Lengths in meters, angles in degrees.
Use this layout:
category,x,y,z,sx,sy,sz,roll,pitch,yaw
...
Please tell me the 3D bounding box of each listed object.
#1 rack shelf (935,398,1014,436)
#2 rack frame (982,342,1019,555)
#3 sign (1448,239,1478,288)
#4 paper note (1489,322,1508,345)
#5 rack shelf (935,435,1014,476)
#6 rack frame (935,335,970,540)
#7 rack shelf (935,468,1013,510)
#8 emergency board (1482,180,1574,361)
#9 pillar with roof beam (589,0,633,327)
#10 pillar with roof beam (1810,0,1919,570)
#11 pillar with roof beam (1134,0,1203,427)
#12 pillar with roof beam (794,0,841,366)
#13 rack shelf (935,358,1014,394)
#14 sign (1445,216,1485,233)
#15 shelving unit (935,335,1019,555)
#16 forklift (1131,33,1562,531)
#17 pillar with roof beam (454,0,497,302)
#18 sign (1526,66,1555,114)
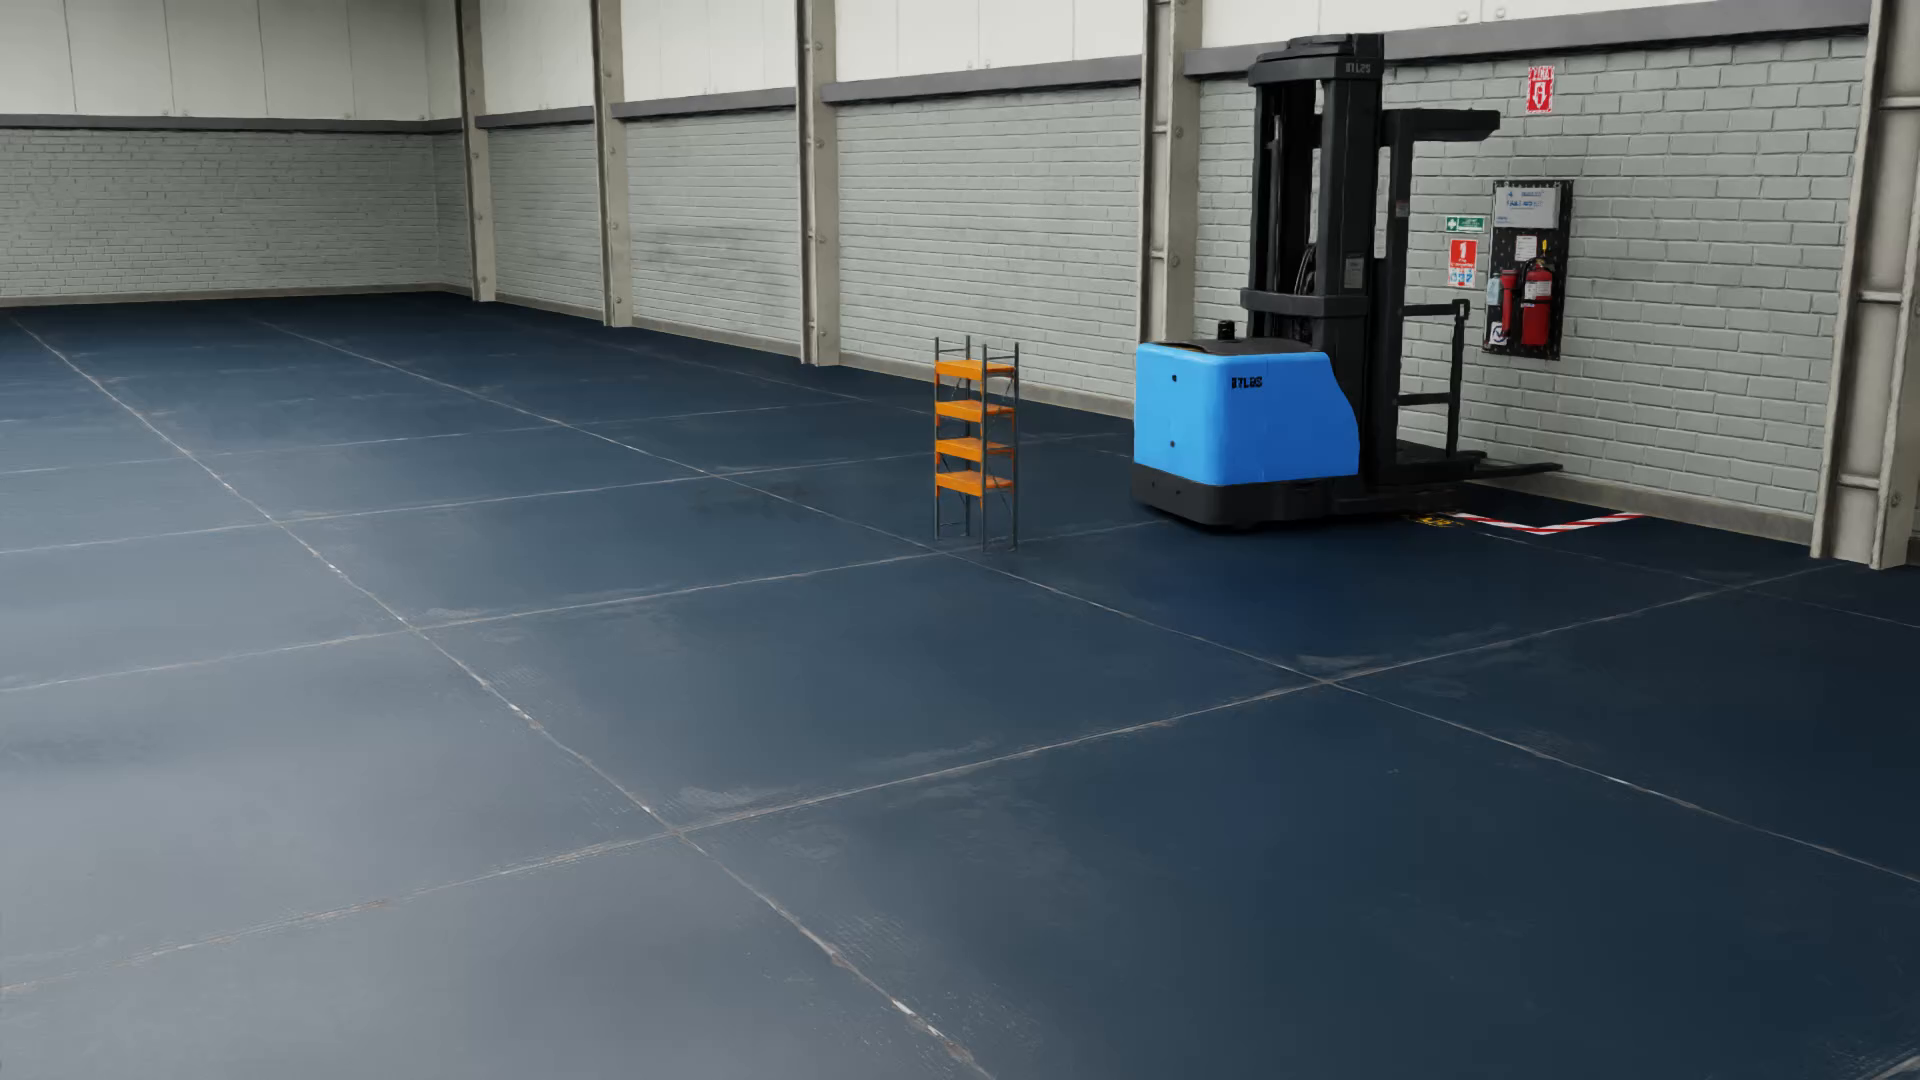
category,x,y,z,sx,sy,sz,roll,pitch,yaw
rack shelf,0.092,-0.710,9.566,0.258,0.148,0.480,-8,15,-33
rack frame,0.227,-0.513,9.401,0.240,1.200,0.015,-8,15,-33
sign,3.495,-1.926,11.564,0.001,0.329,0.234,-8,15,-33
paper note,3.675,-1.407,11.337,0.016,0.148,0.142,-8,15,-33
rack shelf,0.092,-0.491,9.613,0.258,0.148,0.480,-8,15,-33
rack frame,-0.043,-0.600,9.797,0.240,1.200,0.015,-8,15,-33
rack shelf,0.092,-0.297,9.656,0.258,0.148,0.480,-8,15,-33
emergency board,3.715,-1.798,11.062,0.194,1.169,0.643,-8,15,-33
pillar with roof beam,-8.504,-6.976,20.699,9.100,9.000,0.400,-8,15,-33
pillar with roof beam,1.469,-3.775,6.061,9.100,9.000,0.400,-8,15,-33
pillar with roof beam,-1.855,-4.842,10.940,9.100,9.000,0.400,-8,15,-33
pillar with roof beam,-5.180,-5.909,15.820,9.100,9.000,0.400,-8,15,-33
rack shelf,0.092,-0.941,9.515,0.258,0.148,0.480,-8,15,-33
sign,3.490,-2.183,11.499,0.001,0.109,0.331,-8,15,-33
shelving unit,0.092,-0.557,9.599,0.258,1.200,0.503,-8,15,-33
forklift,2.673,-1.670,10.640,3.031,2.935,1.130,-5,13,-22
pillar with roof beam,-11.828,-8.043,25.579,9.100,9.000,0.400,-8,15,-33
sign,3.794,-2.944,10.875,0.001,0.298,0.199,-8,15,-33
